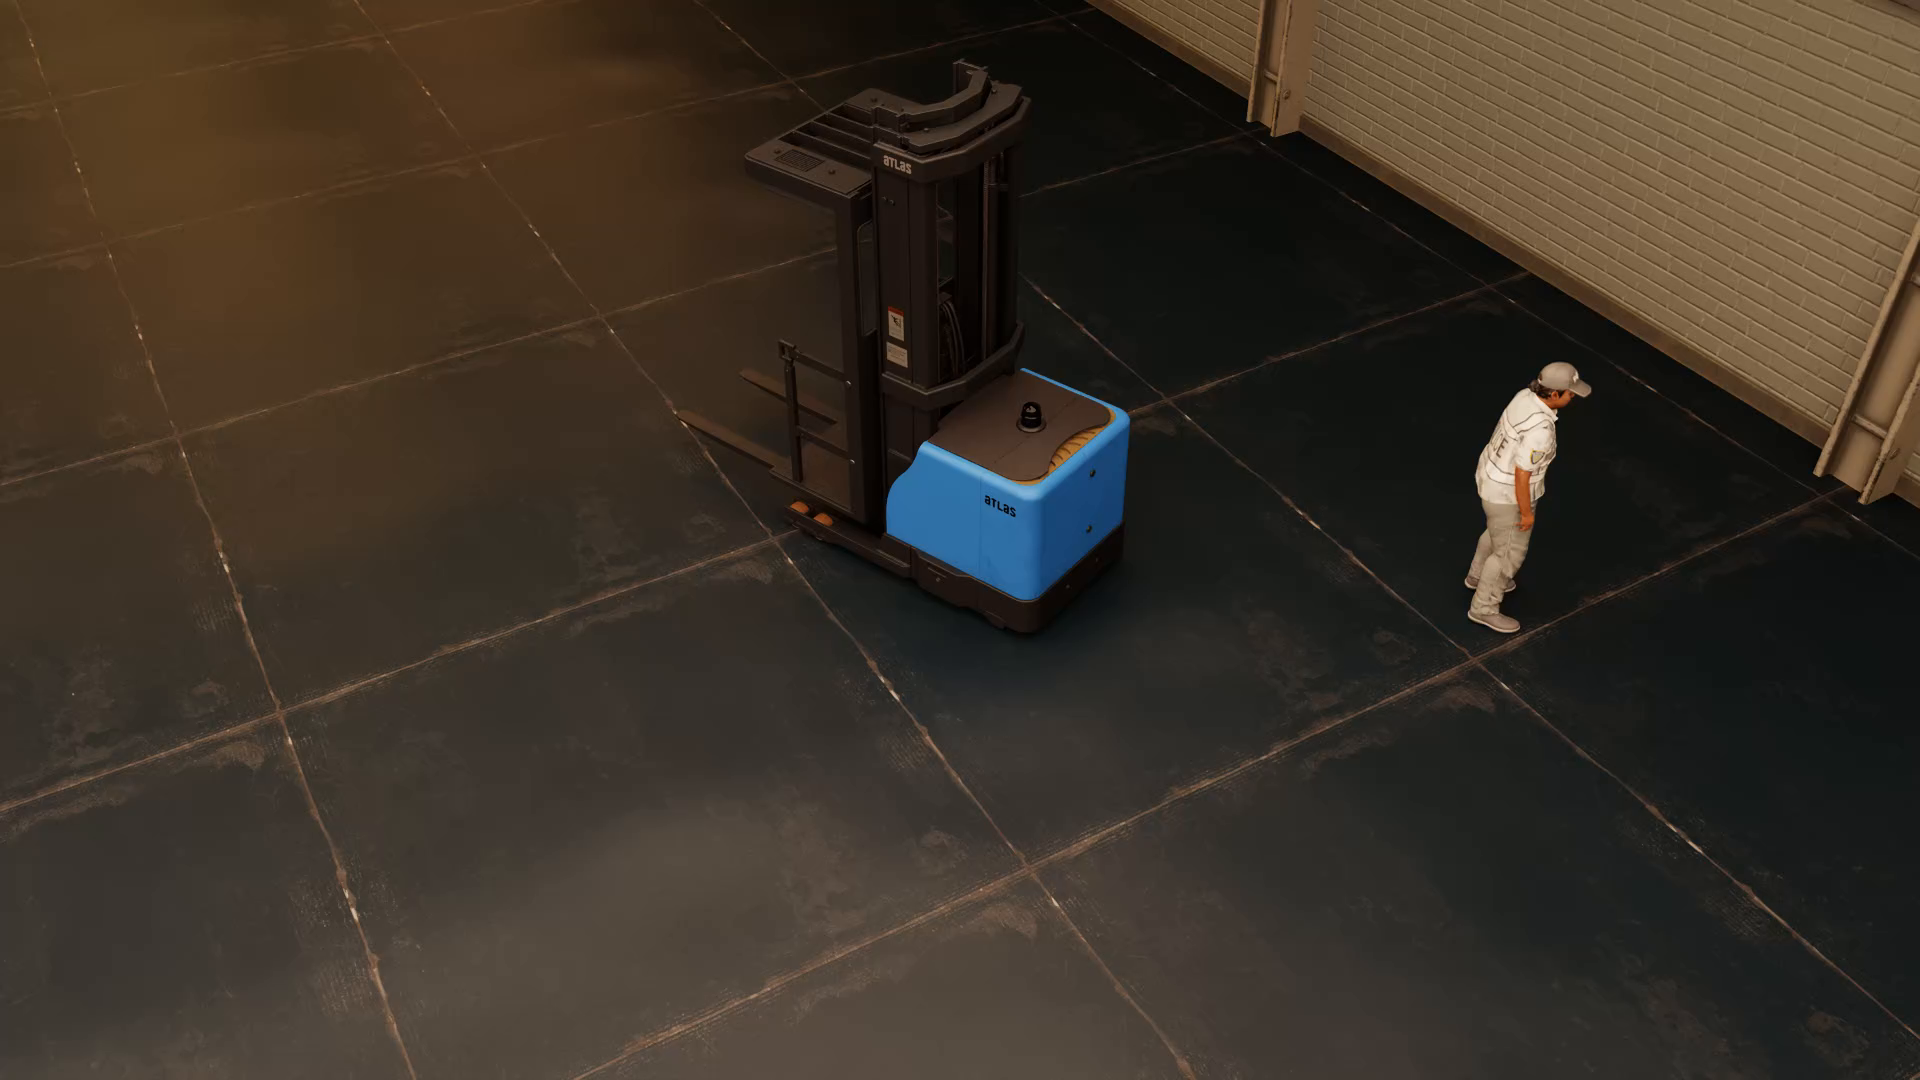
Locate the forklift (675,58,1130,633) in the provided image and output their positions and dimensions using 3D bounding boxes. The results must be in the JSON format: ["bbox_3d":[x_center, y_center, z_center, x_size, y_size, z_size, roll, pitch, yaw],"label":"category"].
[{"bbox_3d":[-0.481,-1.366,9.683,3.031,2.935,1.130,26,46,28],"label":"forklift"}]

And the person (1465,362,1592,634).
[{"bbox_3d":[3.148,-0.277,9.363,0.468,1.667,0.558,6,40,8],"label":"person"}]
